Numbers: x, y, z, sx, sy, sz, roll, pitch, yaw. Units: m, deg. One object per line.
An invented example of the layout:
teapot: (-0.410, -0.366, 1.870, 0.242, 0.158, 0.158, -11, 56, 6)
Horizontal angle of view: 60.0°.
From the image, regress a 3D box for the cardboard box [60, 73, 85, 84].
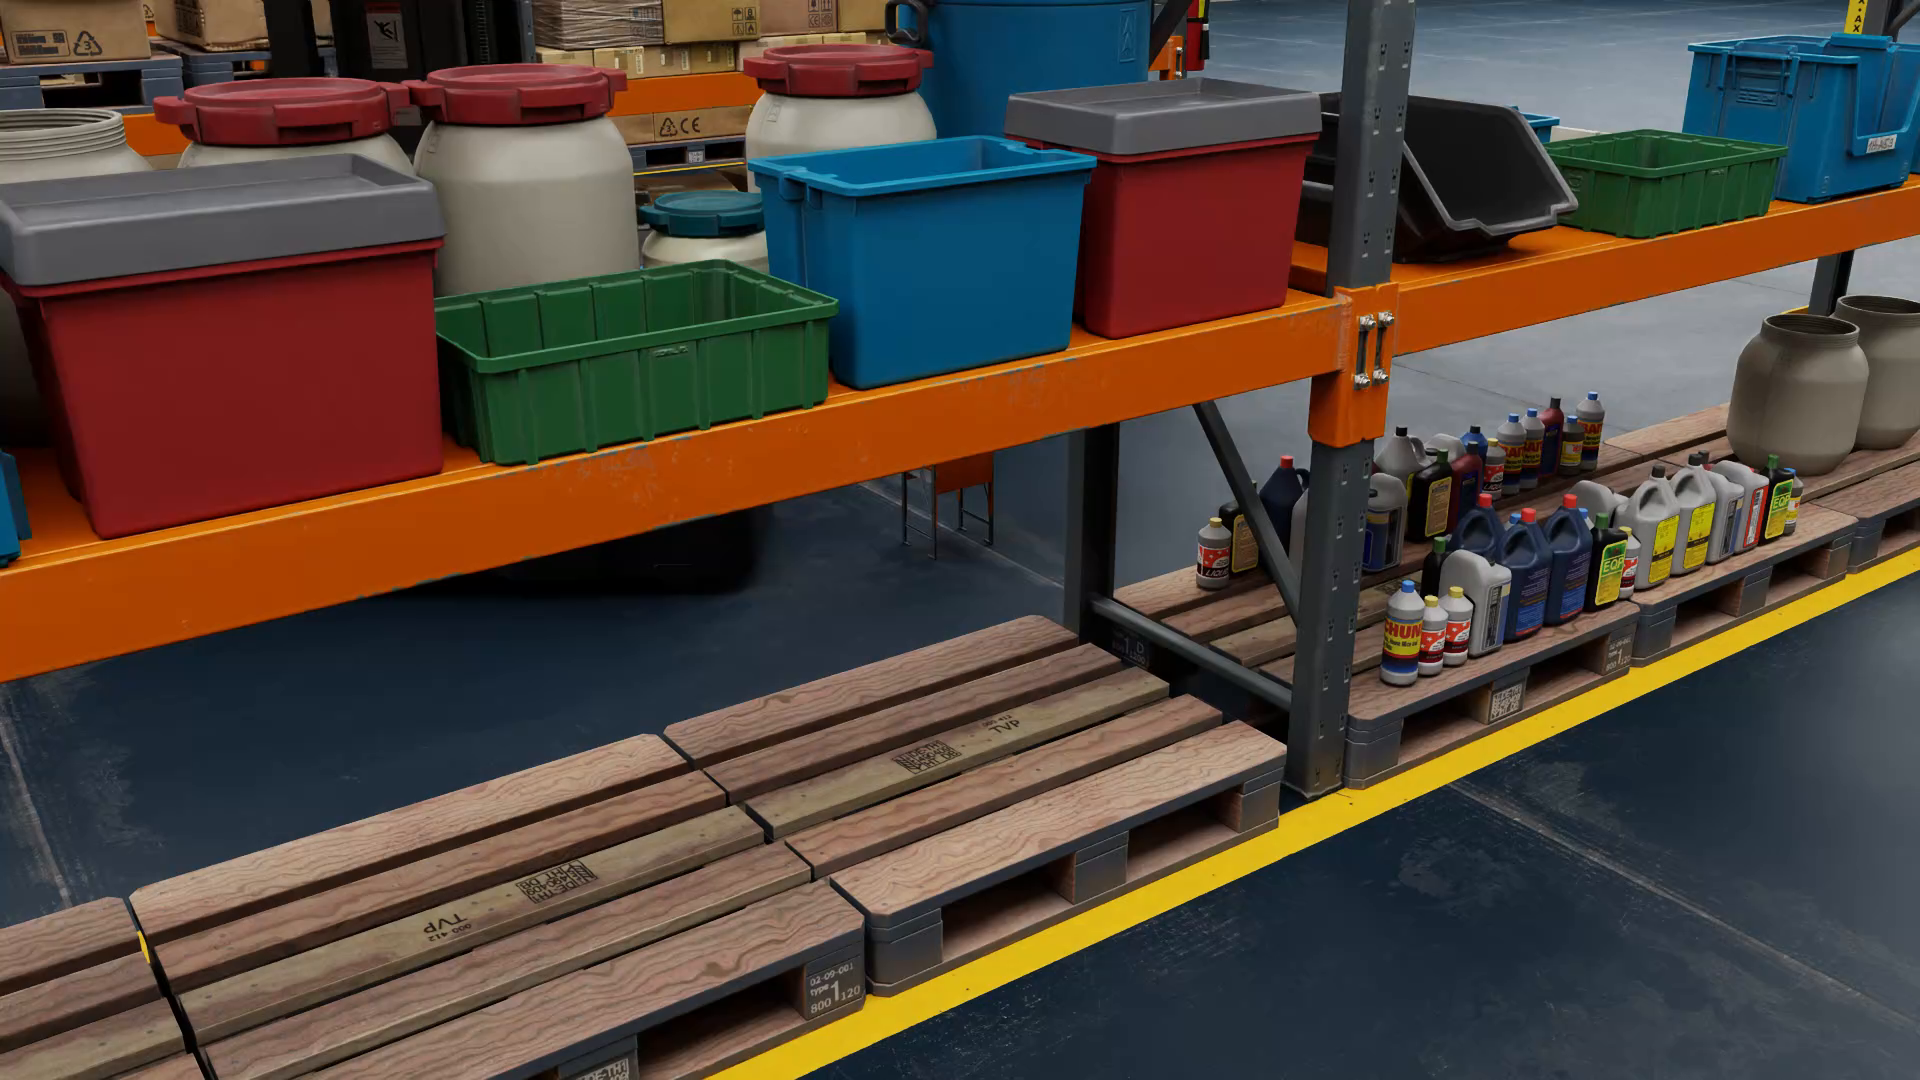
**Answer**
cardboard box: (-8.461, -4.222, 15.408, 0.625, 0.372, 0.950, -15, 26, -32)

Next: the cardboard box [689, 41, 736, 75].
cardboard box: (-1.304, -2.389, 8.175, 0.250, 0.149, 0.380, -15, 26, -33)

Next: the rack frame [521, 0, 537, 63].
rack frame: (-2.249, -2.380, 7.813, 0.127, 3.000, 1.000, -15, 26, -33)

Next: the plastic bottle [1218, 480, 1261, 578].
plastic bottle: (0.841, -0.036, 5.011, 0.133, 0.283, 0.061, -13, 25, -30)

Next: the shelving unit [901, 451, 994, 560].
shelving unit: (-0.043, -0.476, 5.673, 0.252, 1.050, 0.215, -15, 26, -33)

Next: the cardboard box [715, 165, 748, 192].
cardboard box: (-0.982, -1.773, 9.098, 0.500, 0.500, 0.500, -18, 28, -37)

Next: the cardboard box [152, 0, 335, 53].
cardboard box: (-2.976, -2.724, 7.299, 1.000, 1.000, 1.000, -15, 26, -33)

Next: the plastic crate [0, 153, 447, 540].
plastic crate: (-1.113, -0.311, 2.543, 0.583, 0.464, 0.402, -15, 26, -33)

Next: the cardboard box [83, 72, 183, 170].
cardboard box: (-5.515, -2.883, 11.542, 0.750, 0.750, 1.050, -15, 26, -33)

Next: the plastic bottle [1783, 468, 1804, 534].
plastic bottle: (2.656, -0.131, 5.359, 0.097, 0.201, 0.097, 0, 22, 0)

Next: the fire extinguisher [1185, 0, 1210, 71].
fire extinguisher: (1.360, -3.096, 9.712, 0.183, 0.674, 0.296, -15, 26, -33)

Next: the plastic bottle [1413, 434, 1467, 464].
plastic bottle: (1.550, -0.201, 5.433, 0.135, 0.276, 0.152, -14, 26, -32)

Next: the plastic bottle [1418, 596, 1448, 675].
plastic bottle: (1.241, 0.246, 4.414, 0.097, 0.201, 0.097, 0, 22, 0)

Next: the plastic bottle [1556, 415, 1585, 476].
plastic bottle: (2.153, -0.339, 5.881, 0.097, 0.201, 0.097, 0, 22, 0)

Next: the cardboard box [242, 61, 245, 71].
cardboard box: (-6.972, -4.793, 15.993, 0.500, 0.500, 0.500, -14, 26, -31)

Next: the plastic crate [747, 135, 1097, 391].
plastic crate: (-0.070, -0.550, 3.249, 0.575, 0.384, 0.392, -15, 26, -33)

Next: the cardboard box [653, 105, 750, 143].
cardboard box: (-2.329, -3.801, 13.676, 0.875, 0.875, 0.875, -15, 26, -33)

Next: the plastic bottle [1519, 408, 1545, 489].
plastic bottle: (1.959, -0.320, 5.738, 0.097, 0.271, 0.097, 0, 22, 0)

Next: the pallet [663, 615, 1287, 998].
pallet: (0.029, 0.587, 4.141, 1.213, 0.211, 1.003, -15, 26, -33)

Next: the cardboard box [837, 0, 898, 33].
cardboard box: (-0.644, -2.975, 8.769, 0.500, 0.500, 0.875, -15, 26, -33)

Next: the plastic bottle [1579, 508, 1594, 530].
plastic bottle: (1.792, 0.039, 4.839, 0.097, 0.271, 0.097, 0, 22, 0)

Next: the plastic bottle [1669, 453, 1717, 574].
plastic bottle: (2.190, -0.087, 5.047, 0.185, 0.351, 0.144, -14, 26, -31)

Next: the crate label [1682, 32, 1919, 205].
crate label: (2.554, -1.292, 5.040, 0.616, 0.435, 0.502, -15, 26, -33)

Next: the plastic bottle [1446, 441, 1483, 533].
plastic bottle: (1.613, -0.172, 5.352, 0.133, 0.283, 0.061, -15, 26, -33)

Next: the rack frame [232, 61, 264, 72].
rack frame: (-5.064, -3.894, 11.608, 0.127, 3.000, 1.000, -15, 26, -33)

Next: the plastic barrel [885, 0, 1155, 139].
plastic barrel: (0.153, -1.130, 4.005, 0.708, 0.901, 0.600, -15, 26, -33)

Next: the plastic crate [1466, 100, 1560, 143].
plastic crate: (1.383, -1.142, 4.912, 0.616, 0.251, 0.499, -15, 26, -33)

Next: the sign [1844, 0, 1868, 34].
sign: (3.573, -2.051, 6.615, 0.005, 0.325, 0.100, -15, 26, -33)

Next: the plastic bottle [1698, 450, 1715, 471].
plastic bottle: (2.372, -0.155, 5.308, 0.133, 0.283, 0.061, -15, 26, -33)

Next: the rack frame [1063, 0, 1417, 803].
rack frame: (0.644, -0.890, 4.079, 0.127, 3.000, 1.000, -15, 26, -33)

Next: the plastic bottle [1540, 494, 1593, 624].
plastic bottle: (1.694, 0.045, 4.716, 0.185, 0.351, 0.144, -16, 27, -35)

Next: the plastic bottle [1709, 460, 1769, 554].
plastic bottle: (2.435, -0.119, 5.229, 0.135, 0.276, 0.152, -15, 26, -32)

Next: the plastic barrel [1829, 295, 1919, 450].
plastic barrel: (3.401, -0.630, 6.217, 0.421, 0.512, 0.421, 0, 22, 0)

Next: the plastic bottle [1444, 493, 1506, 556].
plastic bottle: (1.457, 0.043, 4.722, 0.185, 0.351, 0.144, -15, 26, -33)

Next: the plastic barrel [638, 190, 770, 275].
plastic barrel: (-0.520, -0.585, 3.502, 0.301, 0.262, 0.301, 0, 22, 0)

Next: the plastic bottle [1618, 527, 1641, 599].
plastic bottle: (1.938, 0.061, 4.879, 0.097, 0.201, 0.097, 0, 22, 0)

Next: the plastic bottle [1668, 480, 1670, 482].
plastic bottle: (2.235, -0.088, 5.252, 0.097, 0.201, 0.097, 0, 22, 0)

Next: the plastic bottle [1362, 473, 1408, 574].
plastic bottle: (1.261, -0.058, 5.075, 0.135, 0.276, 0.152, -15, 26, -33)

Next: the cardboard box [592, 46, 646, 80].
cardboard box: (-1.688, -2.269, 7.875, 0.250, 0.149, 0.380, -15, 26, -33)

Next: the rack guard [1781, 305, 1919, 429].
rack guard: (3.856, -0.564, 6.635, 0.348, 0.500, 1.175, -15, 26, -33)

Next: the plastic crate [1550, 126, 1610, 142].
plastic crate: (1.814, -1.195, 5.200, 0.437, 0.136, 0.530, -15, 26, -33)

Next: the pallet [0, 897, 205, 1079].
pallet: (-1.952, 1.115, 2.817, 1.213, 0.211, 1.003, -15, 26, -33)

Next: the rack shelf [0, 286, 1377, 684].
rack shelf: (-0.980, -0.123, 3.128, 4.000, 0.370, 1.077, -15, 26, -33)

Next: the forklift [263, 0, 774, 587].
forklift: (-2.189, -1.369, 5.372, 3.031, 2.935, 1.130, 0, 22, 0)

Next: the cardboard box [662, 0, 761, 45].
cardboard box: (-1.421, -2.741, 8.182, 0.500, 0.500, 0.875, -15, 26, -33)

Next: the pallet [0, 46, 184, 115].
pallet: (-3.913, -1.866, 6.784, 1.213, 0.211, 1.003, -15, 26, -33)

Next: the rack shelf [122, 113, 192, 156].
rack shelf: (-3.873, -1.613, 6.862, 4.000, 0.370, 1.077, -15, 26, -33)

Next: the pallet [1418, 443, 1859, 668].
pallet: (2.204, 0.007, 5.594, 1.213, 0.211, 1.003, -15, 26, -33)

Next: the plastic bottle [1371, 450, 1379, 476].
plastic bottle: (1.262, -0.148, 5.291, 0.133, 0.283, 0.061, -13, 25, -29)

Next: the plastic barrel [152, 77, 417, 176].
plastic barrel: (-1.208, -0.559, 3.068, 0.433, 0.535, 0.433, 0, 22, 0)

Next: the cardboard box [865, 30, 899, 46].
cardboard box: (-0.513, -2.616, 8.743, 0.250, 0.149, 0.380, -15, 26, -33)

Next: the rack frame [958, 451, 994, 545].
rack frame: (0.056, -0.502, 5.739, 0.008, 1.050, 0.200, -15, 26, -33)

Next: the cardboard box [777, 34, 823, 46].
cardboard box: (-0.899, -2.497, 8.446, 0.250, 0.149, 0.380, -15, 26, -33)

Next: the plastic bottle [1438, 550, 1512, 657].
plastic bottle: (1.405, 0.156, 4.541, 0.135, 0.276, 0.152, -14, 26, -31)

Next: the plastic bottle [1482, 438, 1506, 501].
plastic bottle: (1.797, -0.244, 5.643, 0.097, 0.201, 0.097, 0, 22, 0)
